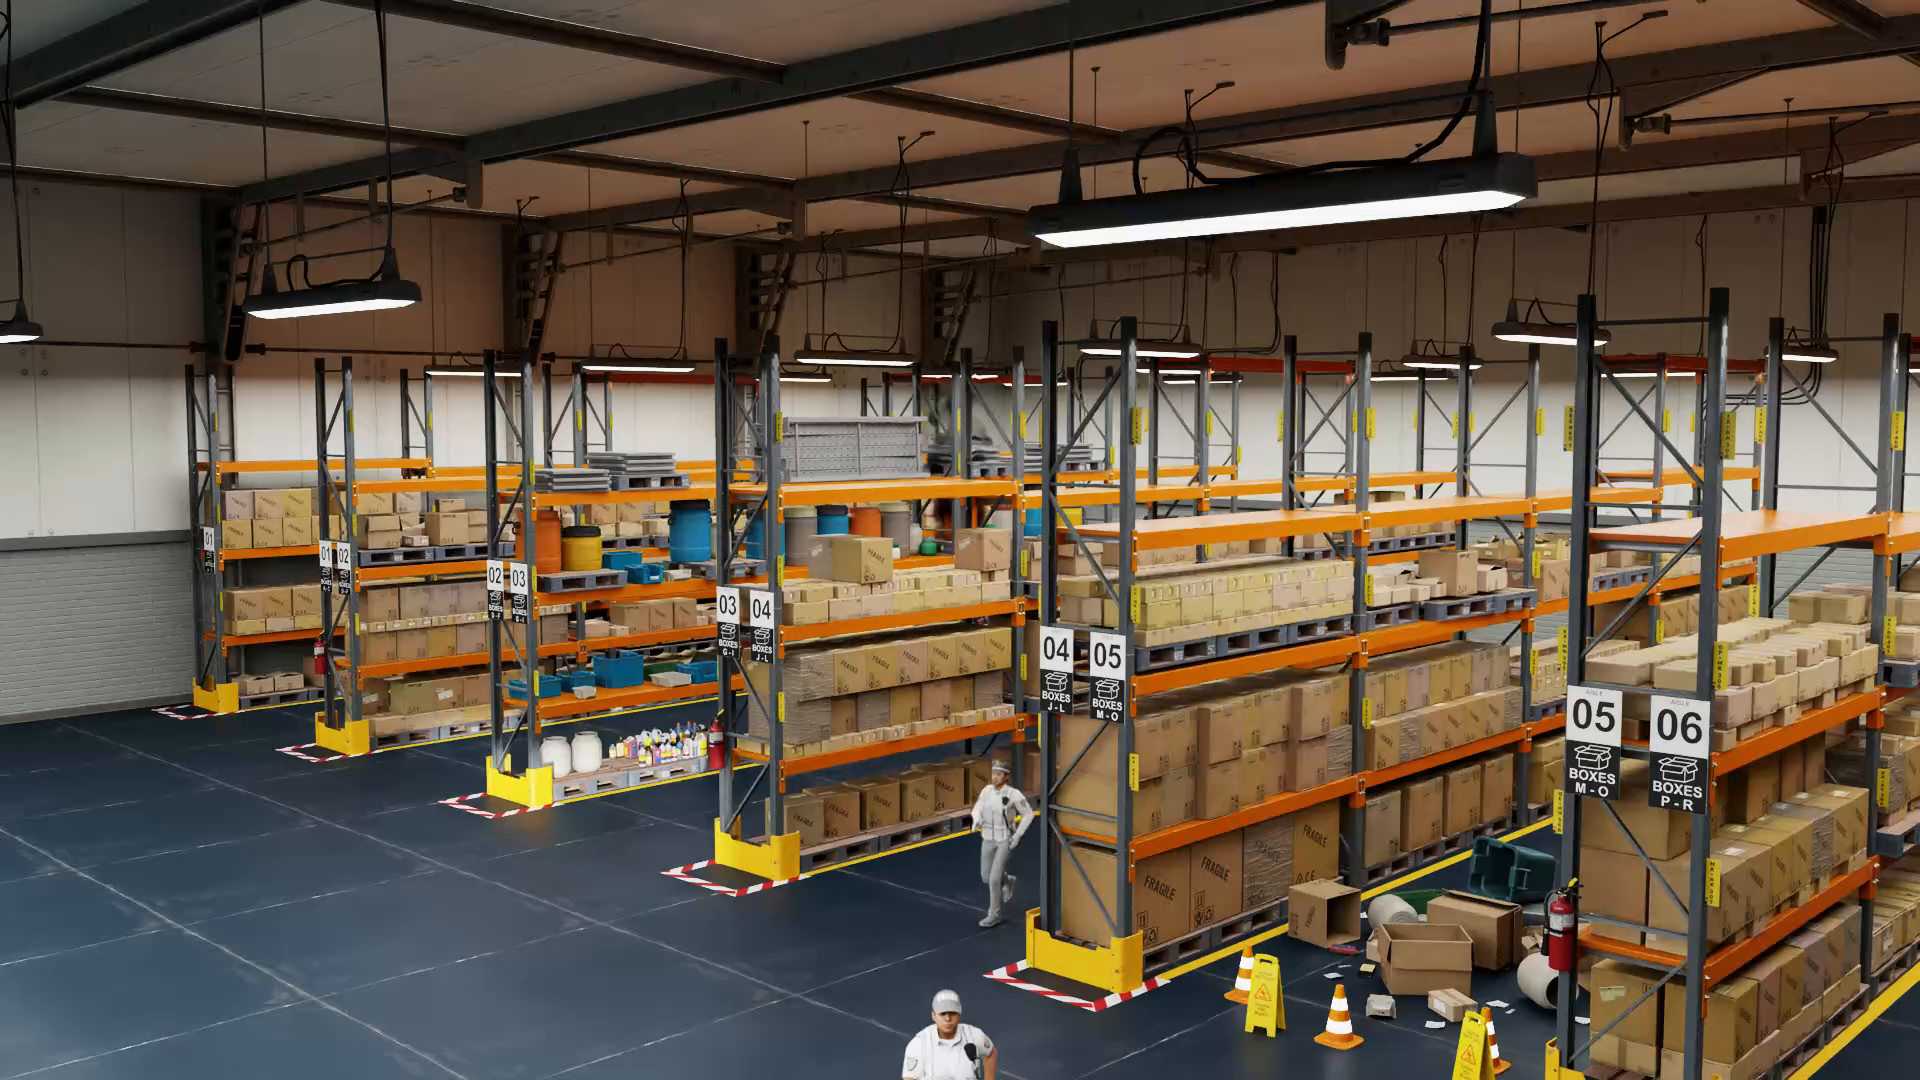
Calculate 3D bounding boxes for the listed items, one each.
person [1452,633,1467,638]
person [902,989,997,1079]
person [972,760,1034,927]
[{"bbox_3d":[8.133,2.279,27.115,0.559,1.648,0.567,4,6,41],"label":"person"},{"bbox_3d":[-0.057,3.576,10.094,0.590,1.724,0.721,0,4,-2],"label":"person"},{"bbox_3d":[0.427,3.034,16.893,0.647,1.667,0.745,3,5,30],"label":"person"}]
